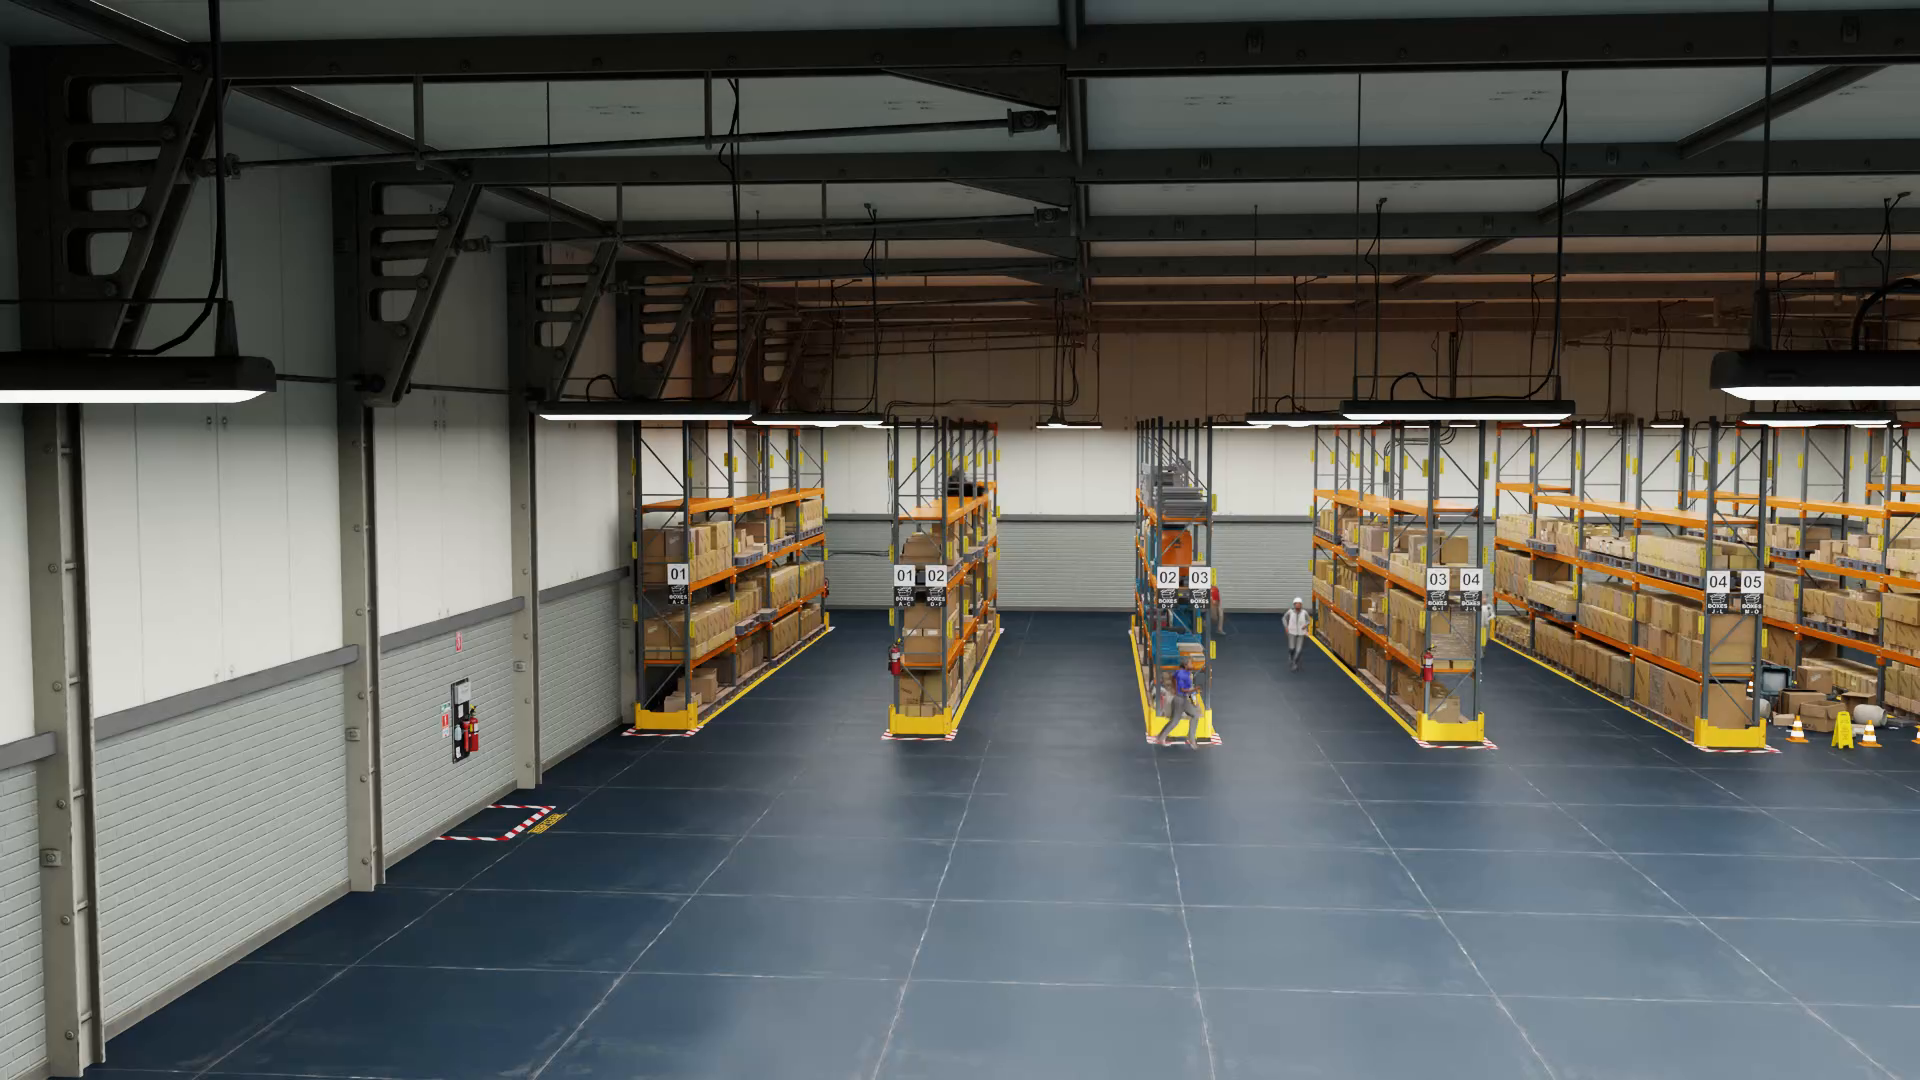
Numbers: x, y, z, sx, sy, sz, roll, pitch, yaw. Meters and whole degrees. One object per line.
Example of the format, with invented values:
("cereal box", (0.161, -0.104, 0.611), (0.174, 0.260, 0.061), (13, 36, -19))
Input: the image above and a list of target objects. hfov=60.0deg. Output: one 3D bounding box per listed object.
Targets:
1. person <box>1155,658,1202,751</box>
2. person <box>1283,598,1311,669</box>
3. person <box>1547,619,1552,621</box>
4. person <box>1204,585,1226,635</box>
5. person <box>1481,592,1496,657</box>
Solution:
("person", (3.942, 2.953, 29.941), (0.839, 1.690, 0.599), (1, 4, 15))
("person", (8.092, 2.249, 39.932), (0.664, 1.731, 0.590), (0, 4, 7))
("person", (17.087, 1.769, 47.926), (0.578, 1.645, 0.616), (-1, 4, -15))
("person", (7.153, 1.826, 47.015), (0.702, 1.703, 0.731), (-3, 5, -41))
("person", (13.200, 2.146, 41.927), (0.603, 1.655, 0.584), (0, 4, 5))
